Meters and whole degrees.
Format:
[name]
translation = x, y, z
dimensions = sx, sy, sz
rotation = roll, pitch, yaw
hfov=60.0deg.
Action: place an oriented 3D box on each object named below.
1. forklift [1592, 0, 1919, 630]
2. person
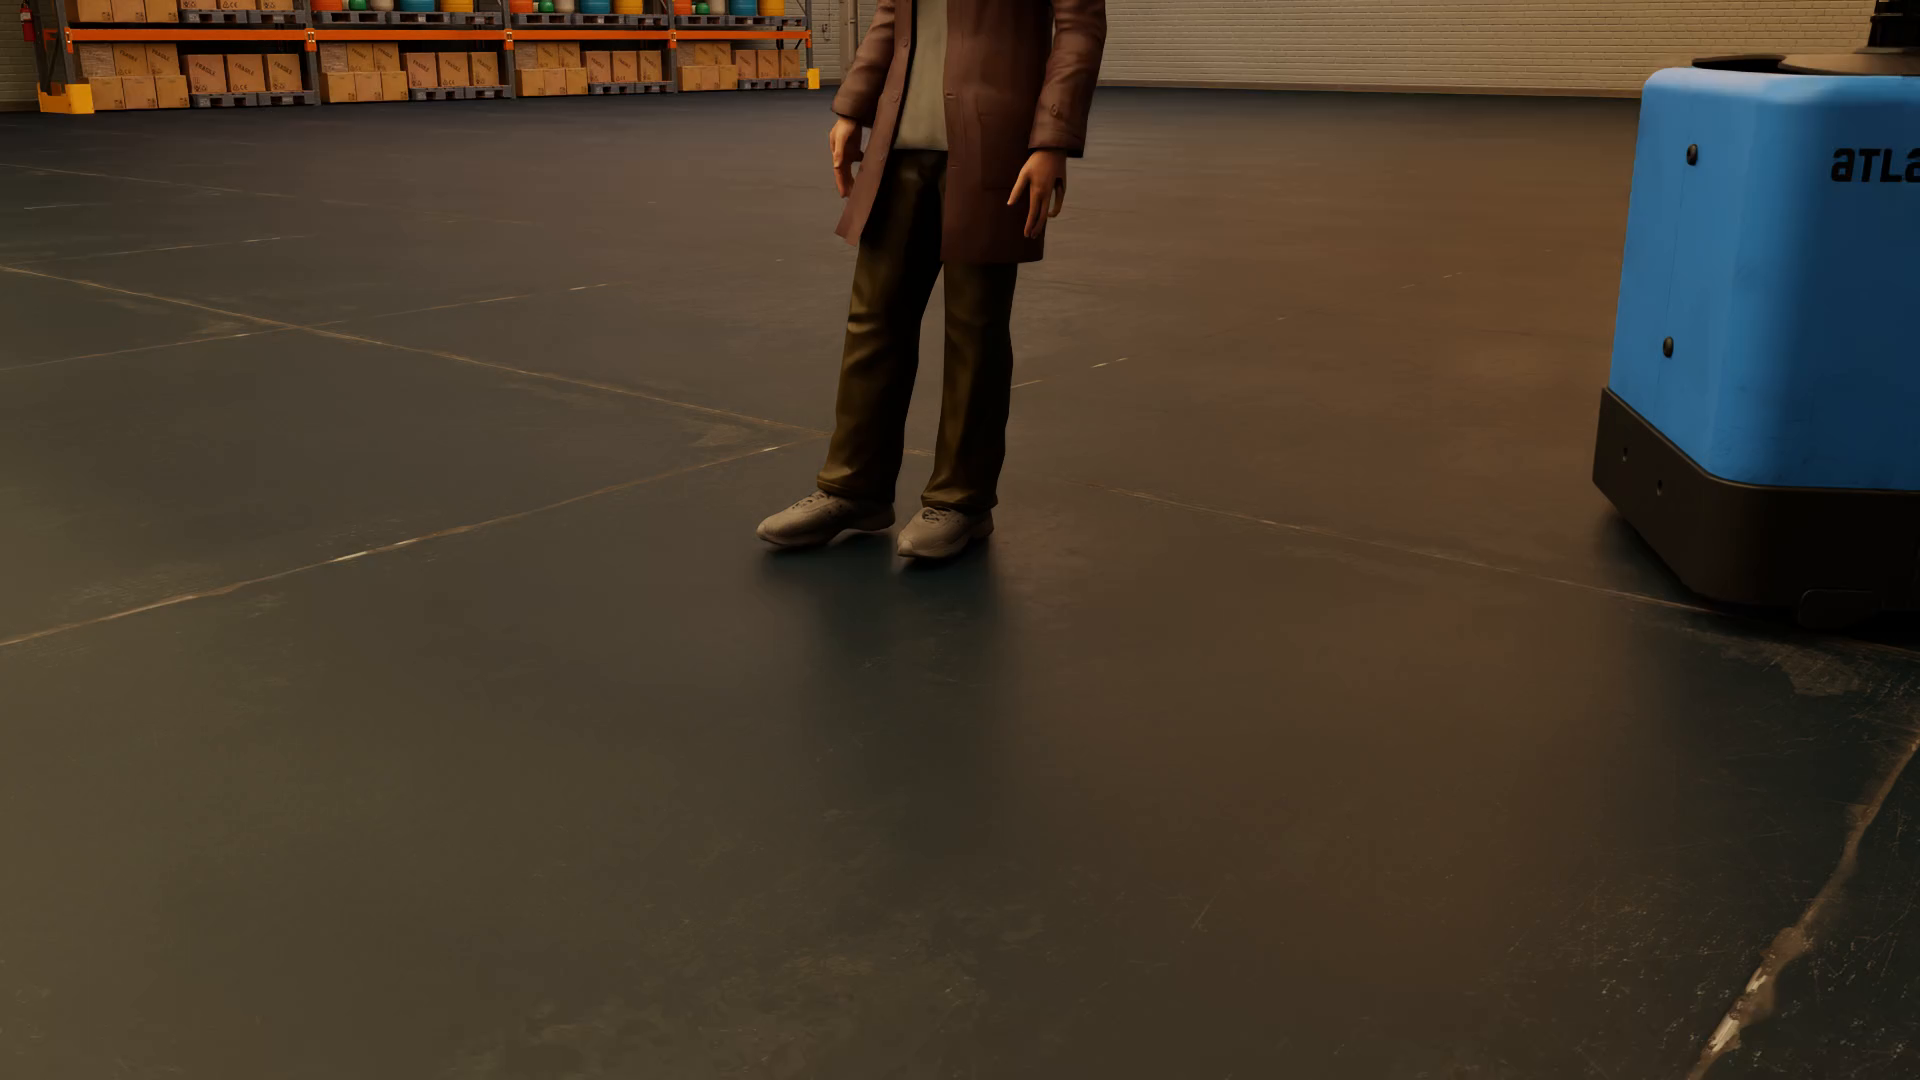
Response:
[forklift]
translation = 3.033, -1.299, 3.176
dimensions = 3.031, 2.935, 1.130
rotation = 2, 17, 7
[person]
translation = -0.062, -0.838, 3.618
dimensions = 0.694, 1.775, 0.582
rotation = 13, 21, 37
